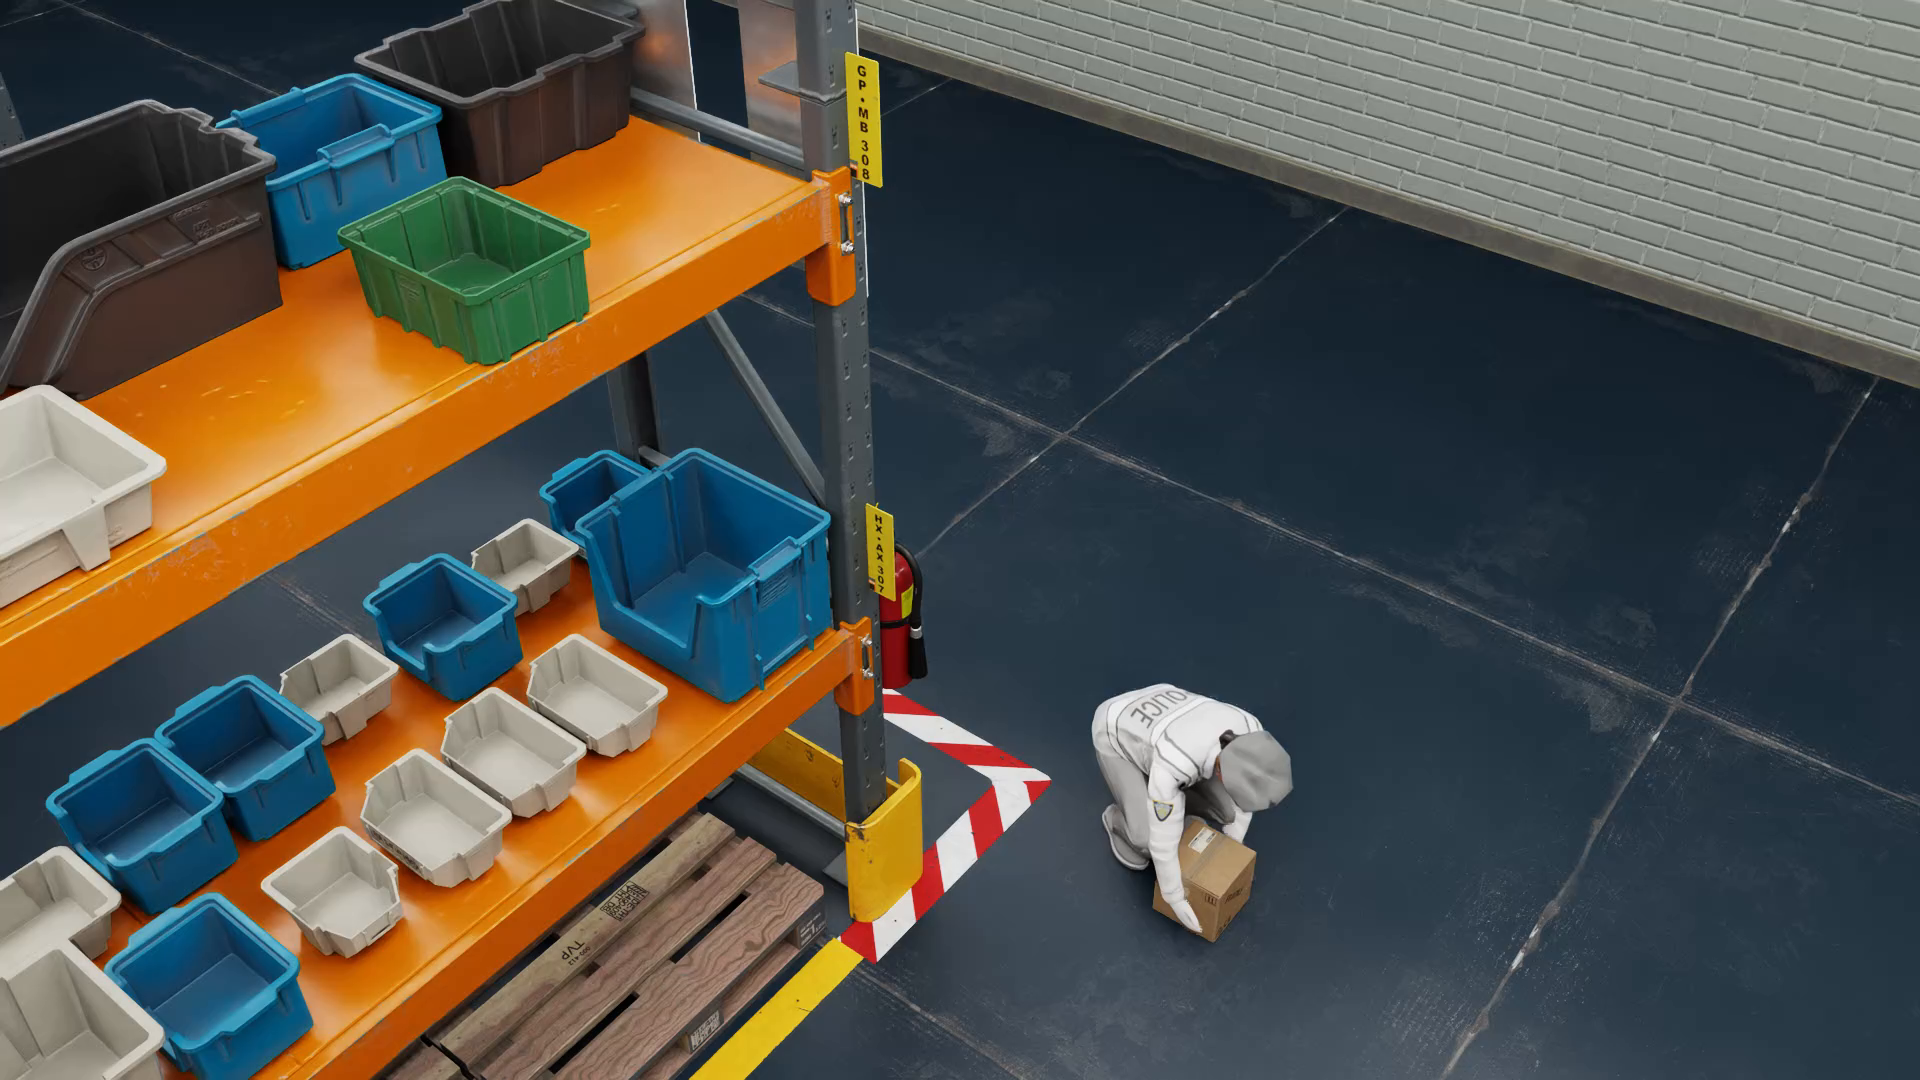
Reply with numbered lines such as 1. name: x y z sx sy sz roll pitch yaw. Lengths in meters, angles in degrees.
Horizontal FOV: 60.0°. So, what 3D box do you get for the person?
1. person: 0.782 0.832 5.764 0.482 0.876 0.851 -14 41 -17
